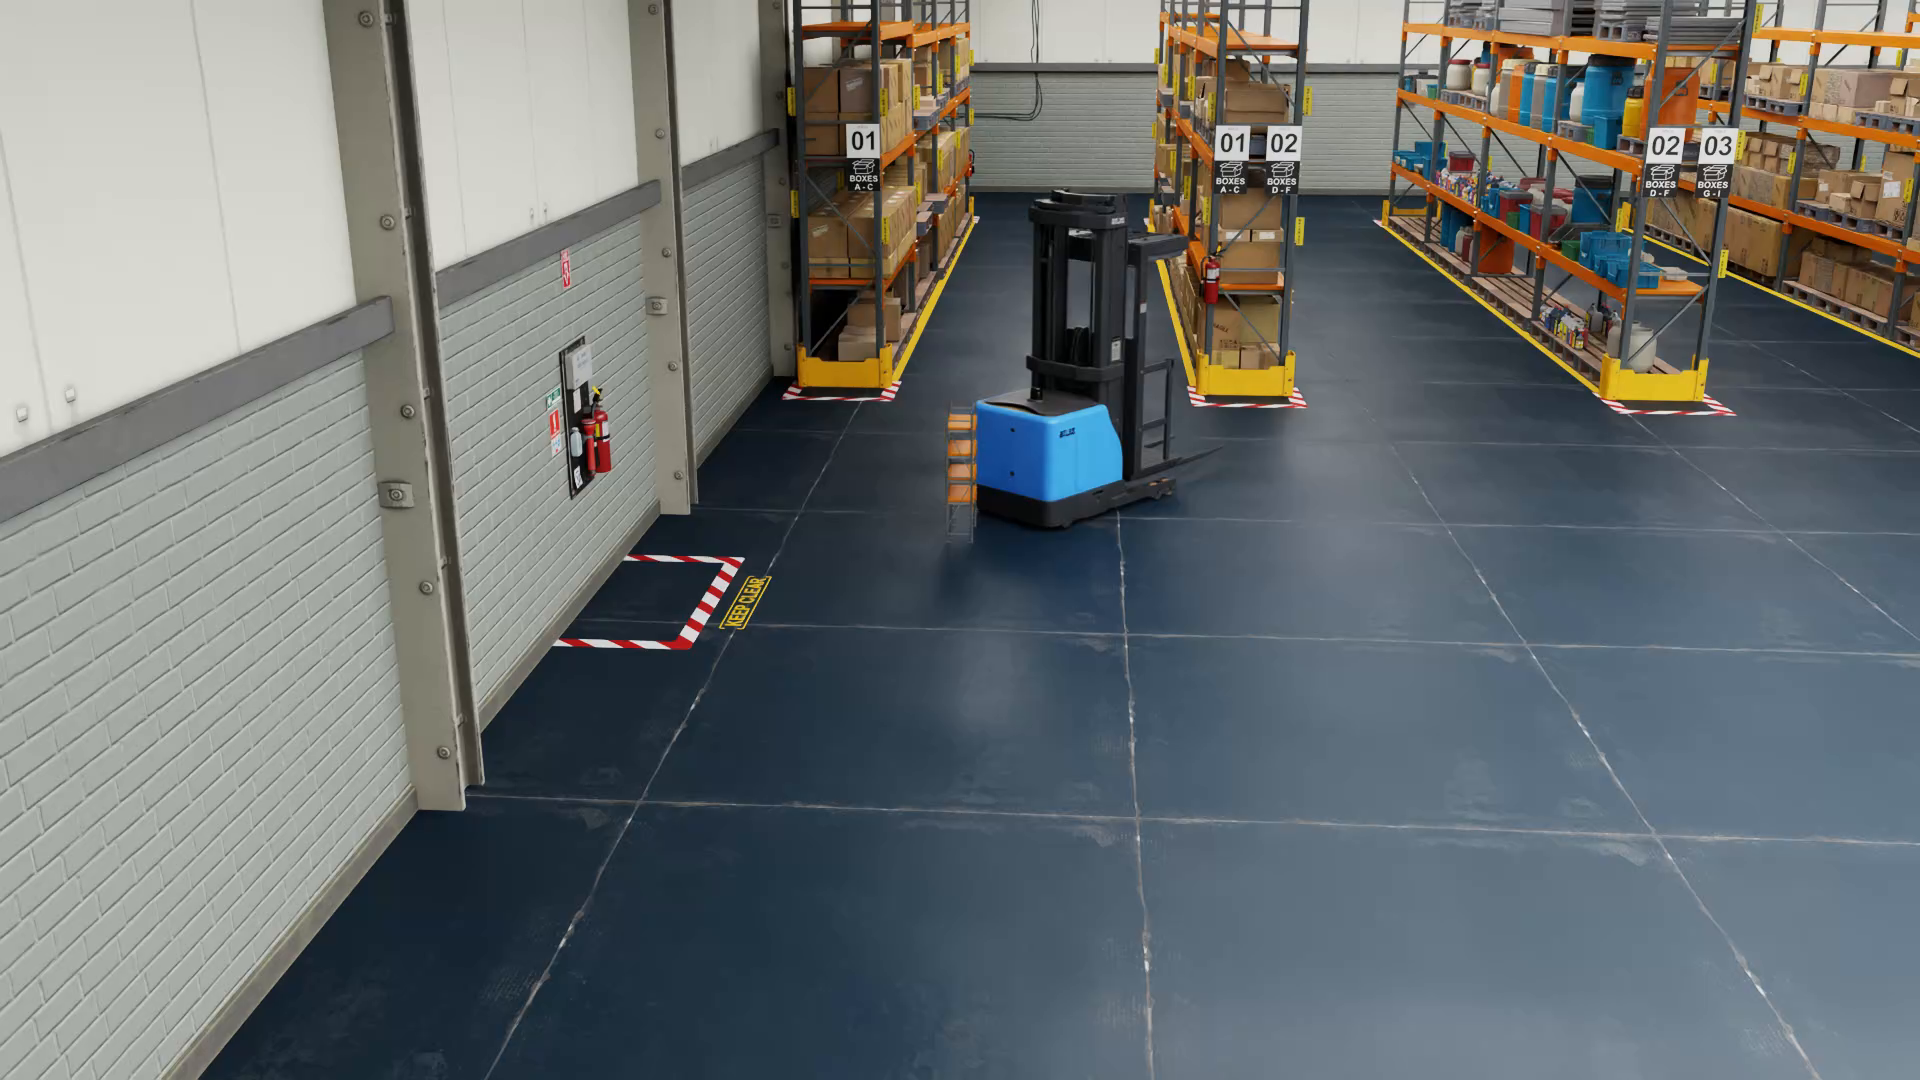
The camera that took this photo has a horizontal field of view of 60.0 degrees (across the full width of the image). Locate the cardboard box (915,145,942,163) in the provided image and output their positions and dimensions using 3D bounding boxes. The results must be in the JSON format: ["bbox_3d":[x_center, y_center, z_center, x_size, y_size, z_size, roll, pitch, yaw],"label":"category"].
[{"bbox_3d":[-0.582,-6.541,28.193,0.500,0.250,0.500,2,18,5],"label":"cardboard box"}]

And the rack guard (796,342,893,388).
[{"bbox_3d":[-1.442,-2.193,20.813,1.175,0.500,0.348,1,18,4],"label":"rack guard"}]

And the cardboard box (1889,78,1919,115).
[{"bbox_3d":[13.860,-6.378,23.914,0.797,0.503,0.637,2,18,6],"label":"cardboard box"}]

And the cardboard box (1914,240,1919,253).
[{"bbox_3d":[13.314,-4.011,22.750,0.380,0.149,0.250,1,18,4],"label":"cardboard box"}]

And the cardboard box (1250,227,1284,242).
[{"bbox_3d":[3.736,-3.721,20.258,0.380,0.149,0.250,1,18,4],"label":"cardboard box"}]

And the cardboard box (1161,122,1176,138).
[{"bbox_3d":[4.166,-7.819,32.203,0.500,0.500,0.500,1,18,3],"label":"cardboard box"}]

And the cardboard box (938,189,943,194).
[{"bbox_3d":[-0.489,-5.988,28.751,0.380,0.149,0.250,2,18,6],"label":"cardboard box"}]

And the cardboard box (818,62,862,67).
[{"bbox_3d":[-1.548,-5.933,21.597,0.500,0.500,0.500,1,18,4],"label":"cardboard box"}]

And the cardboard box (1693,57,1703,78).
[{"bbox_3d":[14.273,-8.884,31.405,0.700,0.500,0.500,2,18,7],"label":"cardboard box"}]

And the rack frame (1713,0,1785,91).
[{"bbox_3d":[14.234,-9.603,29.779,1.000,3.000,0.127,1,18,4],"label":"rack frame"}]

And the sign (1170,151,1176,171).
[{"bbox_3d":[3.525,-6.254,27.461,0.100,0.325,0.005,1,18,4],"label":"sign"}]

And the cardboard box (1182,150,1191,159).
[{"bbox_3d":[4.289,-6.672,29.632,0.700,0.500,0.500,-3,18,-10],"label":"cardboard box"}]

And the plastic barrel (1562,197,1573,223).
[{"bbox_3d":[9.008,-4.735,24.339,0.433,0.535,0.433,0,18,0],"label":"plastic barrel"}]

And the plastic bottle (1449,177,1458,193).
[{"bbox_3d":[8.798,-6.309,29.560,0.152,0.276,0.135,1,18,4],"label":"plastic bottle"}]

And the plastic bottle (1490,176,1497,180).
[{"bbox_3d":[9.516,-6.363,29.723,0.152,0.276,0.135,1,18,4],"label":"plastic bottle"}]

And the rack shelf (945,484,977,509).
[{"bbox_3d":[0.012,-0.369,14.976,0.258,0.148,0.480,1,18,4],"label":"rack shelf"}]

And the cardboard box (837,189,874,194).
[{"bbox_3d":[-1.444,-4.592,23.125,0.500,0.500,0.500,1,18,4],"label":"cardboard box"}]

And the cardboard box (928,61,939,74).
[{"bbox_3d":[-0.735,-8.321,29.816,0.700,0.500,0.500,1,18,3],"label":"cardboard box"}]

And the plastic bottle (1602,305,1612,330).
[{"bbox_3d":[8.948,-3.063,23.000,0.144,0.351,0.185,0,18,1],"label":"plastic bottle"}]

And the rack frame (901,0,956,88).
[{"bbox_3d":[-0.587,-9.935,30.792,1.000,3.000,0.127,1,18,4],"label":"rack frame"}]

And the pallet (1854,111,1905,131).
[{"bbox_3d":[13.883,-6.116,24.254,1.213,0.211,1.003,1,18,4],"label":"pallet"}]

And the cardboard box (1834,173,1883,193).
[{"bbox_3d":[14.008,-5.413,25.791,0.700,0.500,0.500,4,19,12],"label":"cardboard box"}]

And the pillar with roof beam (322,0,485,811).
[{"bbox_3d":[1.173,-2.622,8.473,9.100,9.000,0.400,1,18,4],"label":"pillar with roof beam"}]

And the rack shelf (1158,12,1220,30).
[{"bbox_3d":[4.497,-10.103,32.466,1.077,0.370,4.000,1,18,4],"label":"rack shelf"}]

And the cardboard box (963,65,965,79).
[{"bbox_3d":[-0.157,-9.371,33.293,0.500,0.250,0.500,1,18,2],"label":"cardboard box"}]

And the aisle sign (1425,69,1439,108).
[{"bbox_3d":[9.878,-9.357,34.486,0.394,0.787,0.004,1,18,4],"label":"aisle sign"}]

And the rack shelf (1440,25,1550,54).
[{"bbox_3d":[9.151,-8.561,28.395,1.077,0.370,4.000,1,18,4],"label":"rack shelf"}]

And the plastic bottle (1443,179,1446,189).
[{"bbox_3d":[8.812,-6.454,30.122,0.097,0.201,0.097,0,18,0],"label":"plastic bottle"}]

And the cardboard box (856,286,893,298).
[{"bbox_3d":[-1.195,-3.298,23.477,0.500,0.500,0.500,0,18,0],"label":"cardboard box"}]

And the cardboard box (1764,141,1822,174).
[{"bbox_3d":[14.066,-6.463,28.060,0.797,0.503,0.637,2,18,5],"label":"cardboard box"}]

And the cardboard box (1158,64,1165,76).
[{"bbox_3d":[4.344,-9.655,34.192,0.500,0.250,0.500,1,18,4],"label":"cardboard box"}]

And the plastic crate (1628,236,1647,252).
[{"bbox_3d":[8.912,-3.958,22.424,0.499,0.251,0.616,1,18,4],"label":"plastic crate"}]

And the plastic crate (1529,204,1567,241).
[{"bbox_3d":[8.450,-4.566,23.938,0.402,0.464,0.583,1,18,4],"label":"plastic crate"}]

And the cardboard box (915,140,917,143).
[{"bbox_3d":[-1.020,-6.863,29.177,0.500,0.250,0.500,1,18,3],"label":"cardboard box"}]

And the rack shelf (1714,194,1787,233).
[{"bbox_3d":[14.091,-5.790,28.930,1.077,0.370,4.000,1,18,4],"label":"rack shelf"}]

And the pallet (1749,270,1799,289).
[{"bbox_3d":[14.079,-4.428,28.098,1.003,0.211,1.213,1,18,4],"label":"pallet"}]

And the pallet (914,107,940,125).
[{"bbox_3d":[-0.939,-6.447,25.266,1.213,0.211,1.003,1,18,4],"label":"pallet"}]

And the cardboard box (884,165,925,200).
[{"bbox_3d":[-0.911,-5.778,26.873,0.700,0.500,0.500,0,18,-1],"label":"cardboard box"}]

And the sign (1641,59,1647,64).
[{"bbox_3d":[13.968,-9.888,33.933,0.100,0.325,0.005,1,18,4],"label":"sign"}]

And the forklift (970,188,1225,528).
[{"bbox_3d":[1.463,-1.882,15.960,1.130,2.935,3.031,16,24,40],"label":"forklift"}]

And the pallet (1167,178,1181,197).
[{"bbox_3d":[4.202,-6.245,29.474,1.003,0.211,1.213,1,18,4],"label":"pallet"}]

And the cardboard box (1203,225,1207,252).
[{"bbox_3d":[3.723,-4.236,22.872,0.700,0.500,0.500,1,18,3],"label":"cardboard box"}]

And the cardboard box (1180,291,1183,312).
[{"bbox_3d":[3.521,-3.518,24.585,0.500,0.250,0.500,1,18,3],"label":"cardboard box"}]

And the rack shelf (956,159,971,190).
[{"bbox_3d":[-0.444,-7.364,33.734,1.077,0.370,4.000,1,18,4],"label":"rack shelf"}]

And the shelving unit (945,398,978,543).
[{"bbox_3d":[0.012,-0.622,14.893,0.258,1.200,0.503,1,18,4],"label":"shelving unit"}]

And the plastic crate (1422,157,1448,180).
[{"bbox_3d":[8.987,-7.037,31.510,0.392,0.384,0.575,1,18,4],"label":"plastic crate"}]

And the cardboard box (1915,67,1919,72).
[{"bbox_3d":[19.134,-9.152,32.656,0.500,0.250,0.500,1,18,3],"label":"cardboard box"}]

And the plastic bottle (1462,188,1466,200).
[{"bbox_3d":[8.696,-5.950,28.583,0.097,0.201,0.097,0,18,0],"label":"plastic bottle"}]

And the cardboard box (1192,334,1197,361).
[{"bbox_3d":[3.261,-2.470,21.384,0.500,0.250,0.500,1,18,4],"label":"cardboard box"}]

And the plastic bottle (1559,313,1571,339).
[{"bbox_3d":[8.205,-2.897,22.493,0.144,0.351,0.185,1,18,3],"label":"plastic bottle"}]

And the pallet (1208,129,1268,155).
[{"bbox_3d":[3.570,-4.850,20.233,1.003,0.211,1.213,1,18,4],"label":"pallet"}]

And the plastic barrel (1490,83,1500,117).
[{"bbox_3d":[8.679,-7.010,26.501,0.421,0.512,0.421,0,18,0],"label":"plastic barrel"}]

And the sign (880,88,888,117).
[{"bbox_3d":[-0.907,-5.186,19.712,0.100,0.325,0.005,1,18,4],"label":"sign"}]

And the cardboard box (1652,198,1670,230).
[{"bbox_3d":[14.490,-6.702,33.296,0.875,0.875,0.875,1,18,4],"label":"cardboard box"}]

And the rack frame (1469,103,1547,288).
[{"bbox_3d":[9.007,-5.621,27.260,1.000,3.000,0.127,1,18,4],"label":"rack frame"}]

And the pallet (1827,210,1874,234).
[{"bbox_3d":[13.846,-4.803,25.073,1.003,0.211,1.213,1,18,4],"label":"pallet"}]

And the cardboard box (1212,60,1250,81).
[{"bbox_3d":[3.864,-6.591,23.765,0.500,0.500,0.500,2,18,5],"label":"cardboard box"}]
